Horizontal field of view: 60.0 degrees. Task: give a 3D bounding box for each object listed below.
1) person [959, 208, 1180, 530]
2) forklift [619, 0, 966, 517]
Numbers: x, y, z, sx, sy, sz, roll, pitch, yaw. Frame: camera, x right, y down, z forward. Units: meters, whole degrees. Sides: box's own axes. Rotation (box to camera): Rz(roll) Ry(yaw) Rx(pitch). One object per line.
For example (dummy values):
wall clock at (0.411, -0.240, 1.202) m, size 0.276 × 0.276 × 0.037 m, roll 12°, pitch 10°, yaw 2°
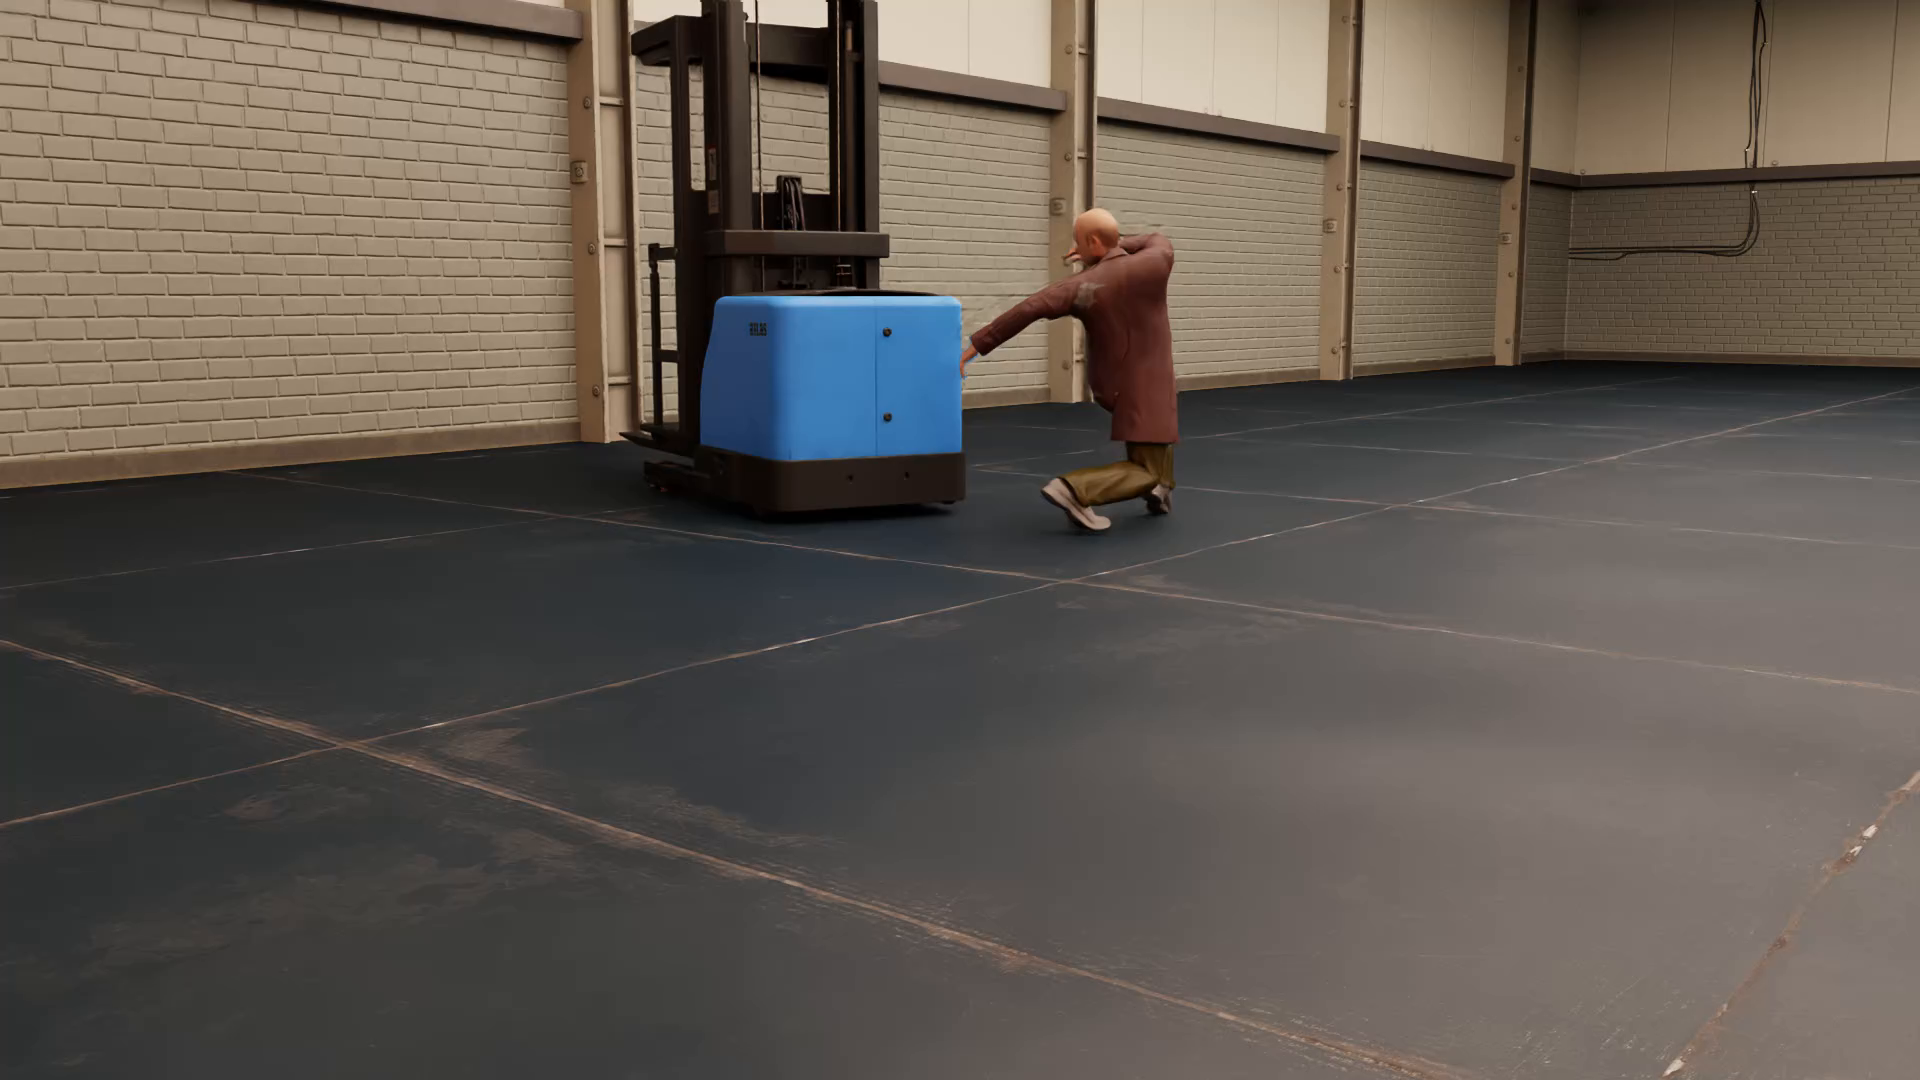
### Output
person at (0.595, -0.809, 7.887) m, size 0.957 × 1.477 × 1.055 m, roll 4°, pitch 9°, yaw 28°
forklift at (-1.123, -1.735, 9.139) m, size 1.130 × 2.935 × 3.031 m, roll -5°, pitch 9°, yaw -28°
